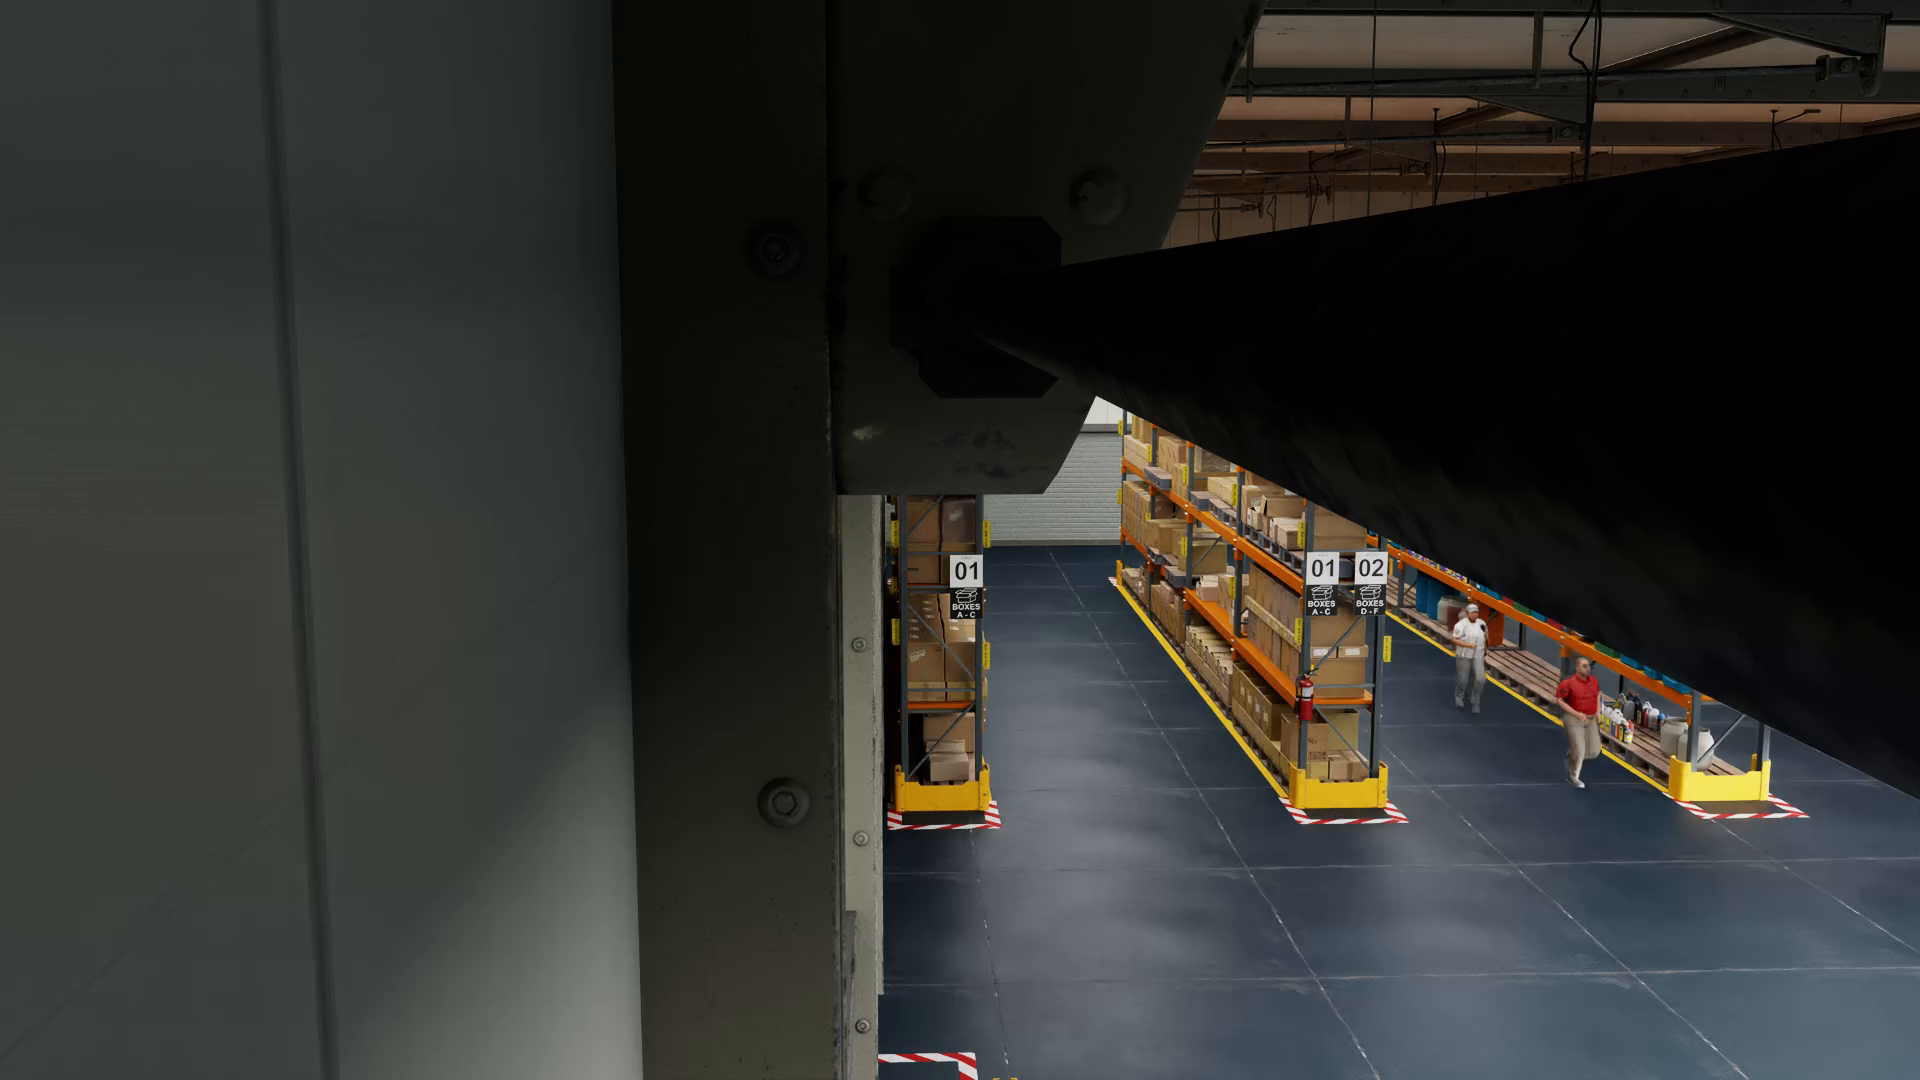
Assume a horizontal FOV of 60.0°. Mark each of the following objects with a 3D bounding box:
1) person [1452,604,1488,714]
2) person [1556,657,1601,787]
[{"bbox_3d":[7.768,1.814,25.288,0.613,1.720,0.711,0,8,0],"label":"person"},{"bbox_3d":[8.018,2.340,21.485,0.693,1.675,0.597,-3,9,-18],"label":"person"}]
